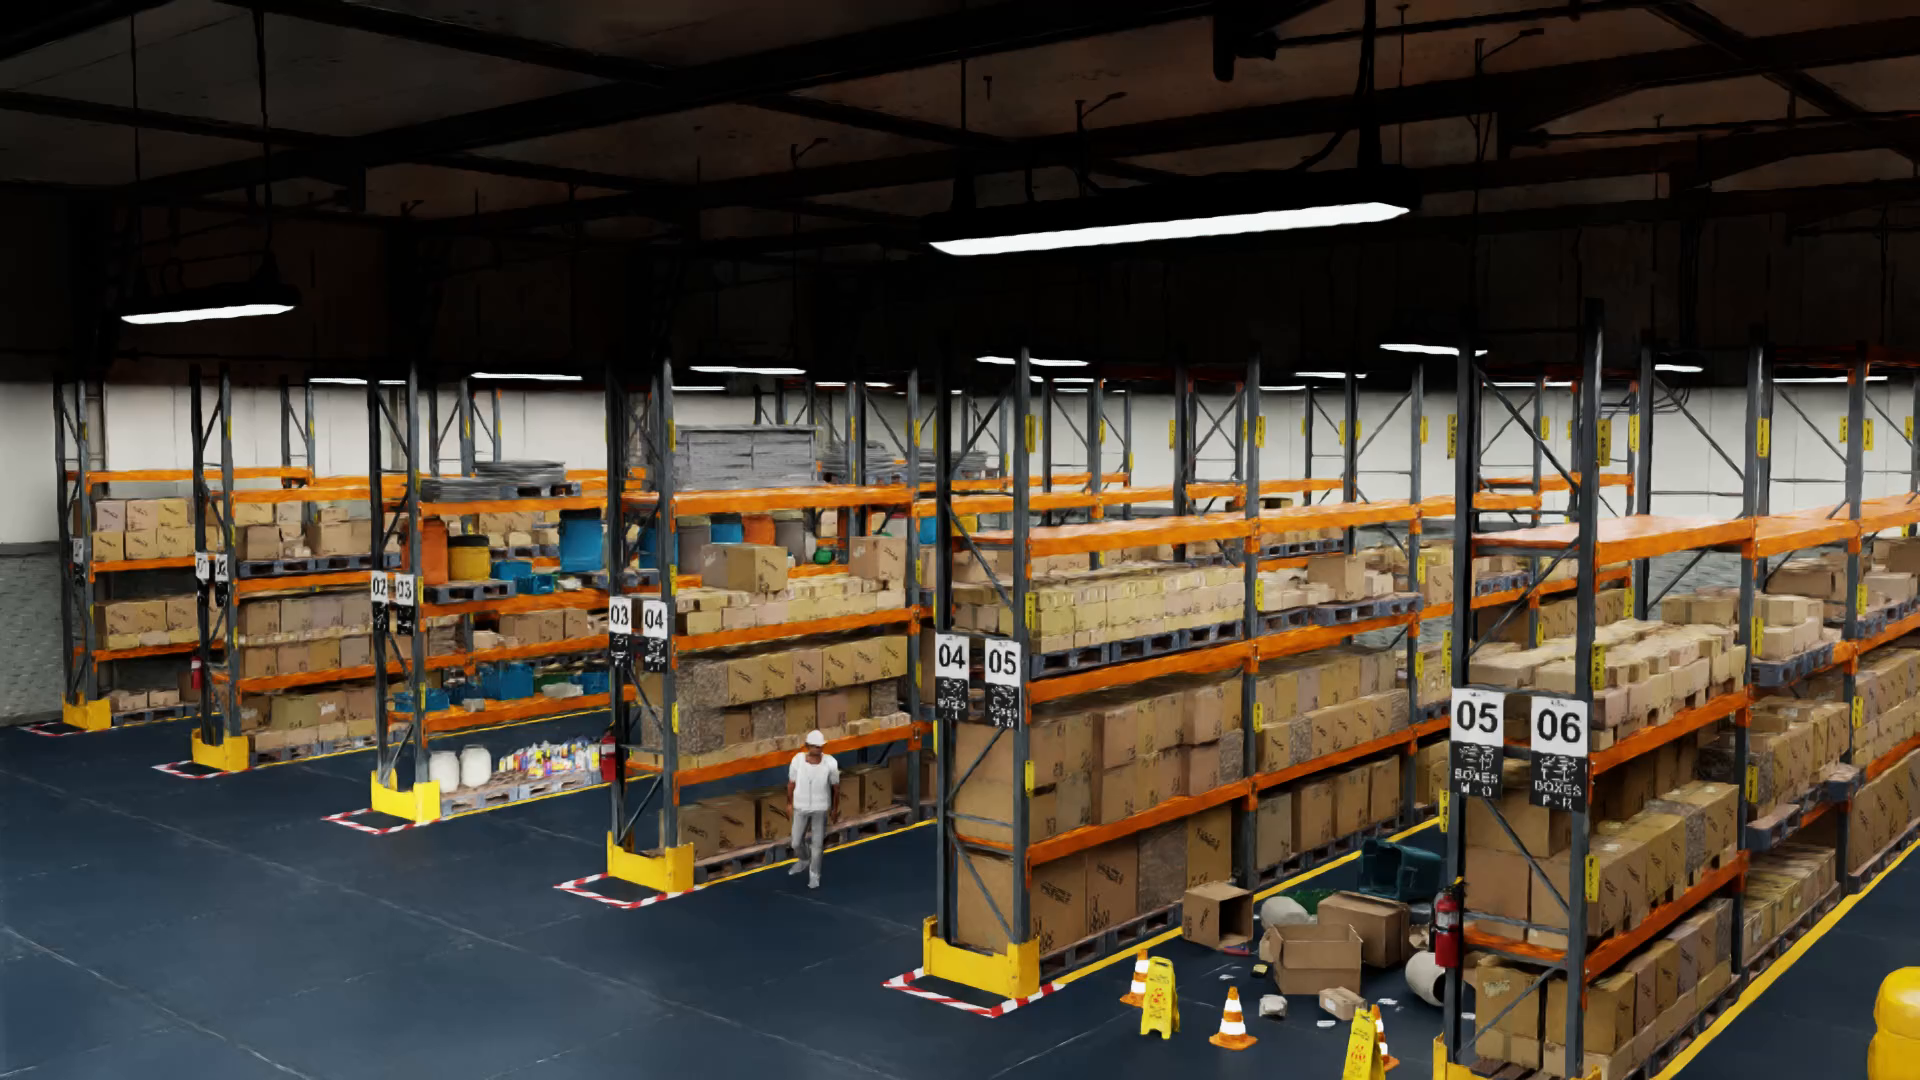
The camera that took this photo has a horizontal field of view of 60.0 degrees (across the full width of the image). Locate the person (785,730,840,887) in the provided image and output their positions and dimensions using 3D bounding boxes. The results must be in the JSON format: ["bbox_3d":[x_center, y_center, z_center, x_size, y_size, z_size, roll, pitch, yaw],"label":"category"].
[{"bbox_3d":[-1.634,2.959,18.459,0.613,1.759,0.570,0,4,4],"label":"person"}]
